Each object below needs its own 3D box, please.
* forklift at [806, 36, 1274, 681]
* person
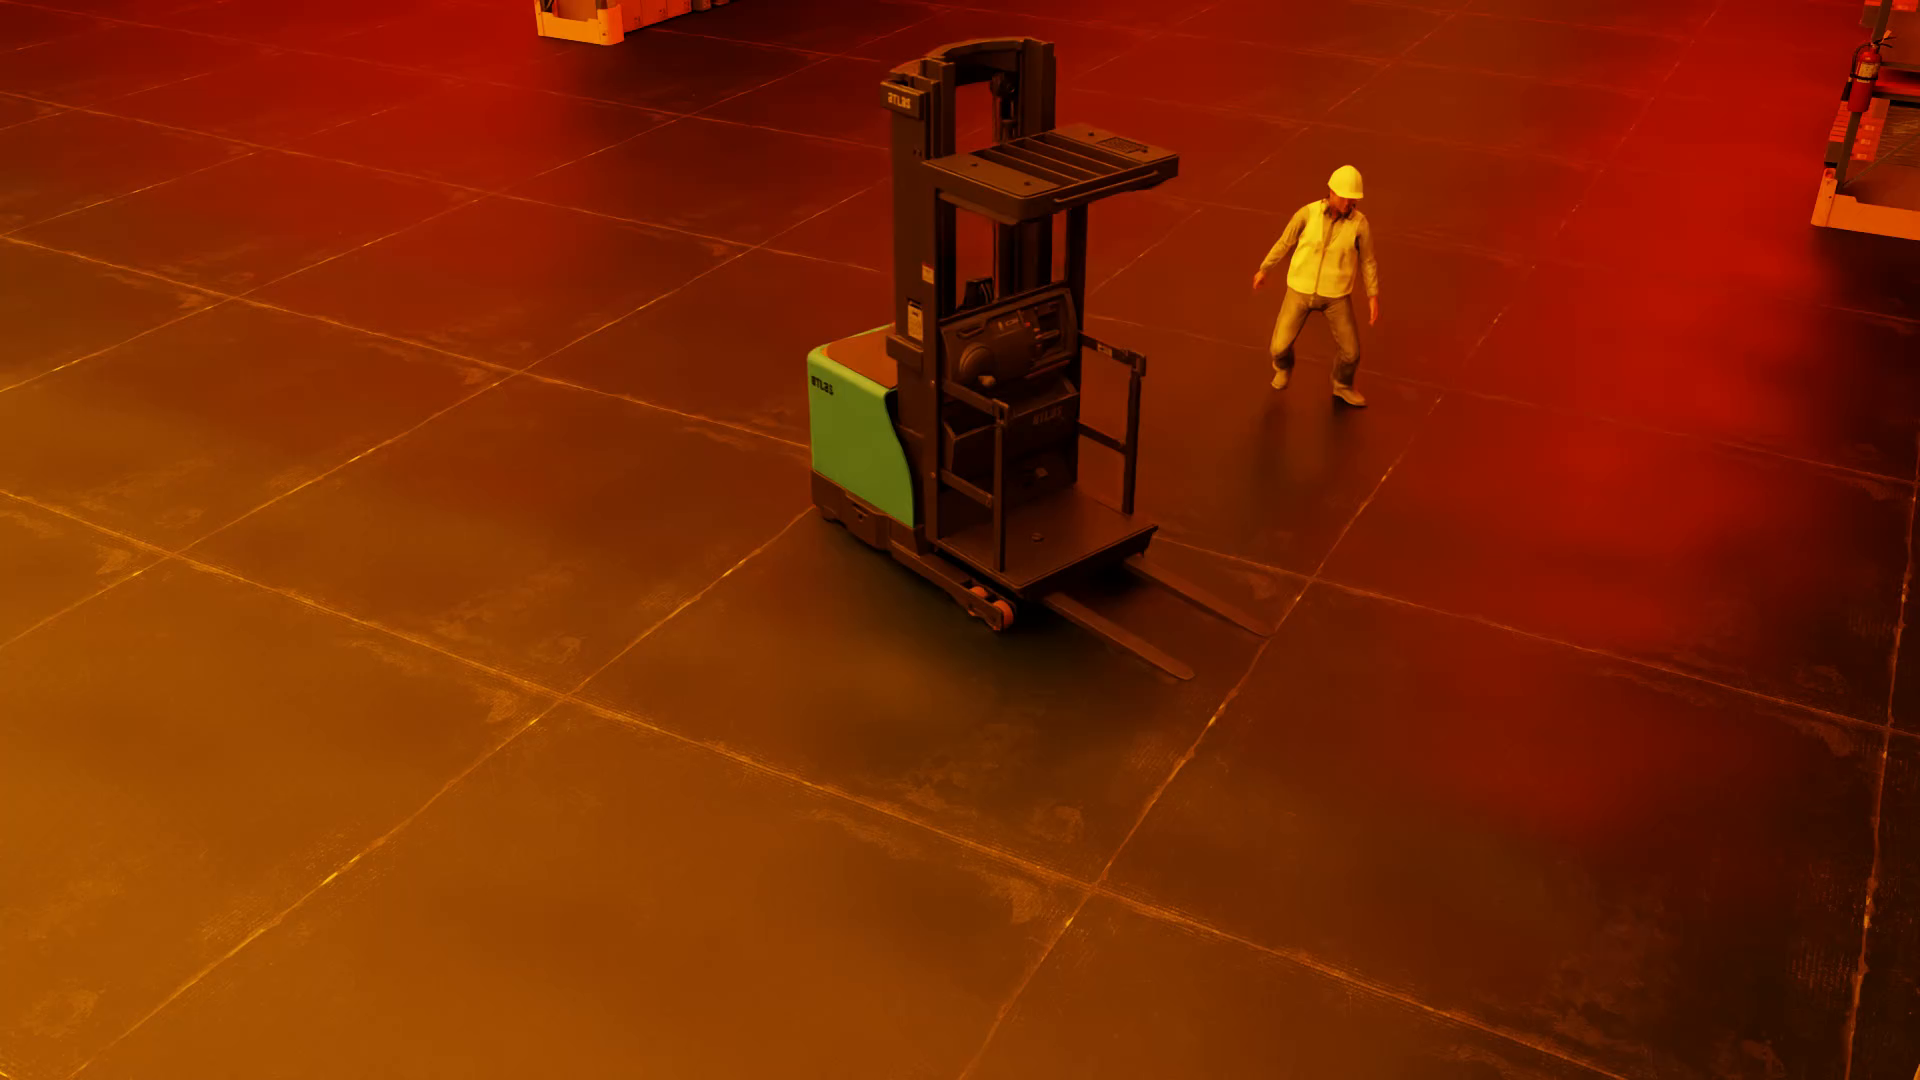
[{"bbox_3d":[0.415,-1.056,8.900,1.130,2.935,3.031,-23,37,-34],"label":"forklift"},{"bbox_3d":[2.436,-1.742,11.341,0.874,1.689,0.486,10,31,16],"label":"person"}]
